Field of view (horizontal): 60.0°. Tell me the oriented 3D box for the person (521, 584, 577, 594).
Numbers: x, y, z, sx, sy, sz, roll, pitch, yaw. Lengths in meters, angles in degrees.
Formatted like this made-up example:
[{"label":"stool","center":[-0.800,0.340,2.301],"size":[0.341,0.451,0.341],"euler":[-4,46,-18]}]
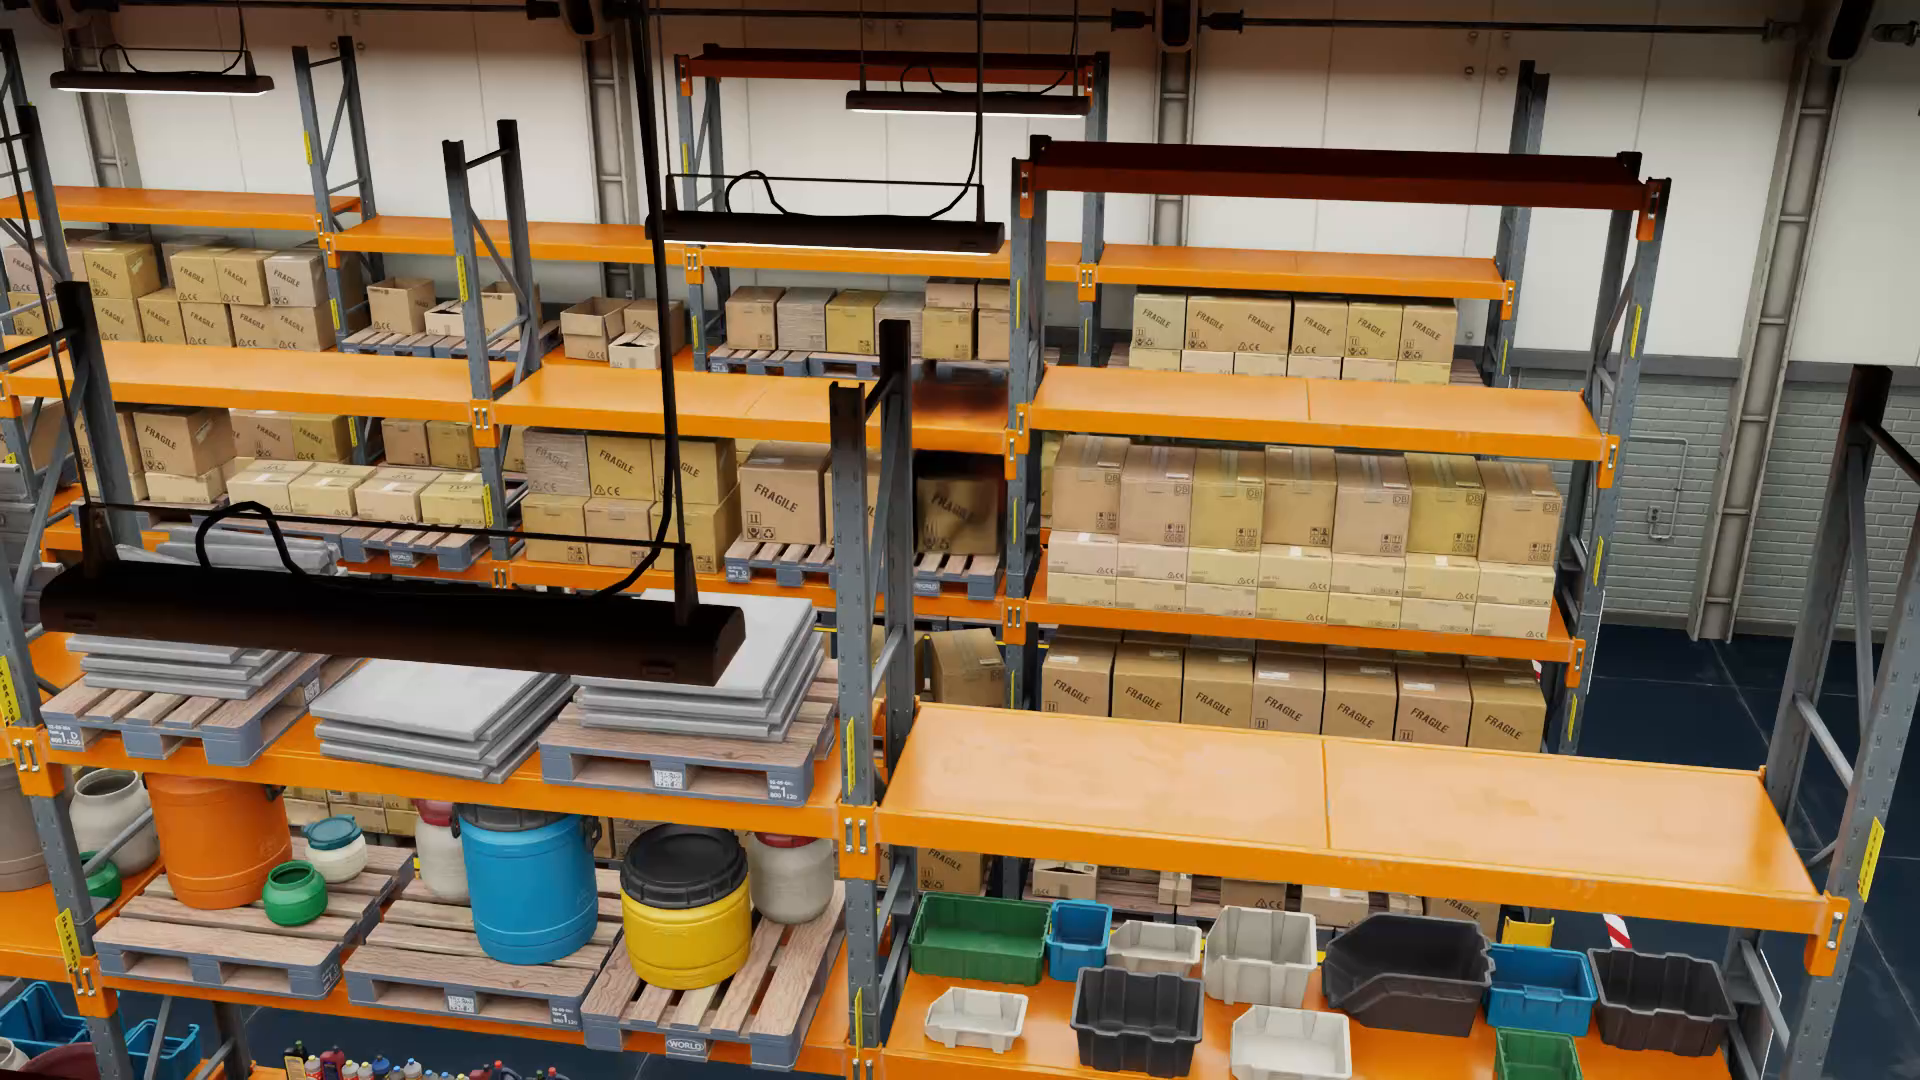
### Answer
[{"label":"person","center":[-3.975,0.804,16.171],"size":[0.552,1.773,0.725],"euler":[-21,31,-40]}]
